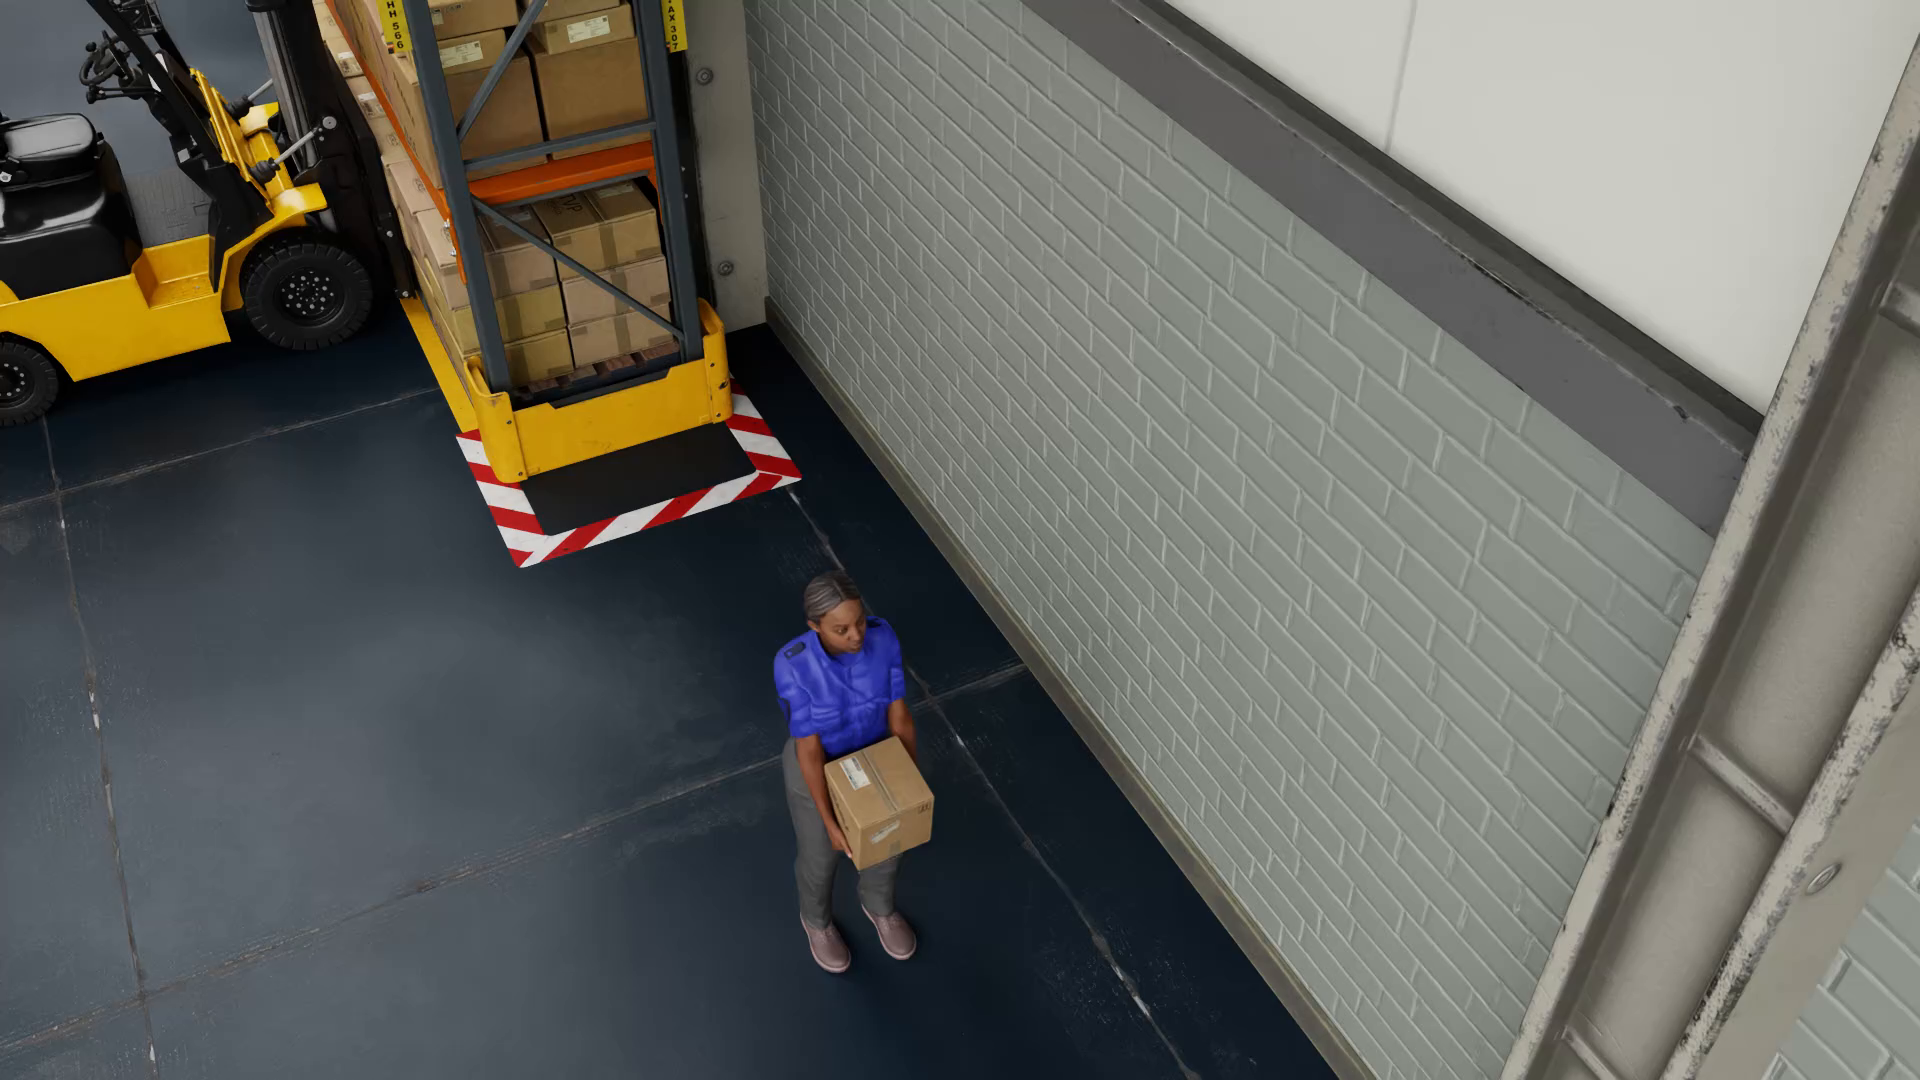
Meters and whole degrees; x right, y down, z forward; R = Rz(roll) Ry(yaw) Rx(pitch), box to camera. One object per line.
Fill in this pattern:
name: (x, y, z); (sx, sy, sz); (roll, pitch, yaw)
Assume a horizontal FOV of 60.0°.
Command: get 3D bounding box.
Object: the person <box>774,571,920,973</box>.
person: (-0.325, 0.789, 5.280); (0.412, 1.657, 0.509); (-20, 45, -21)
